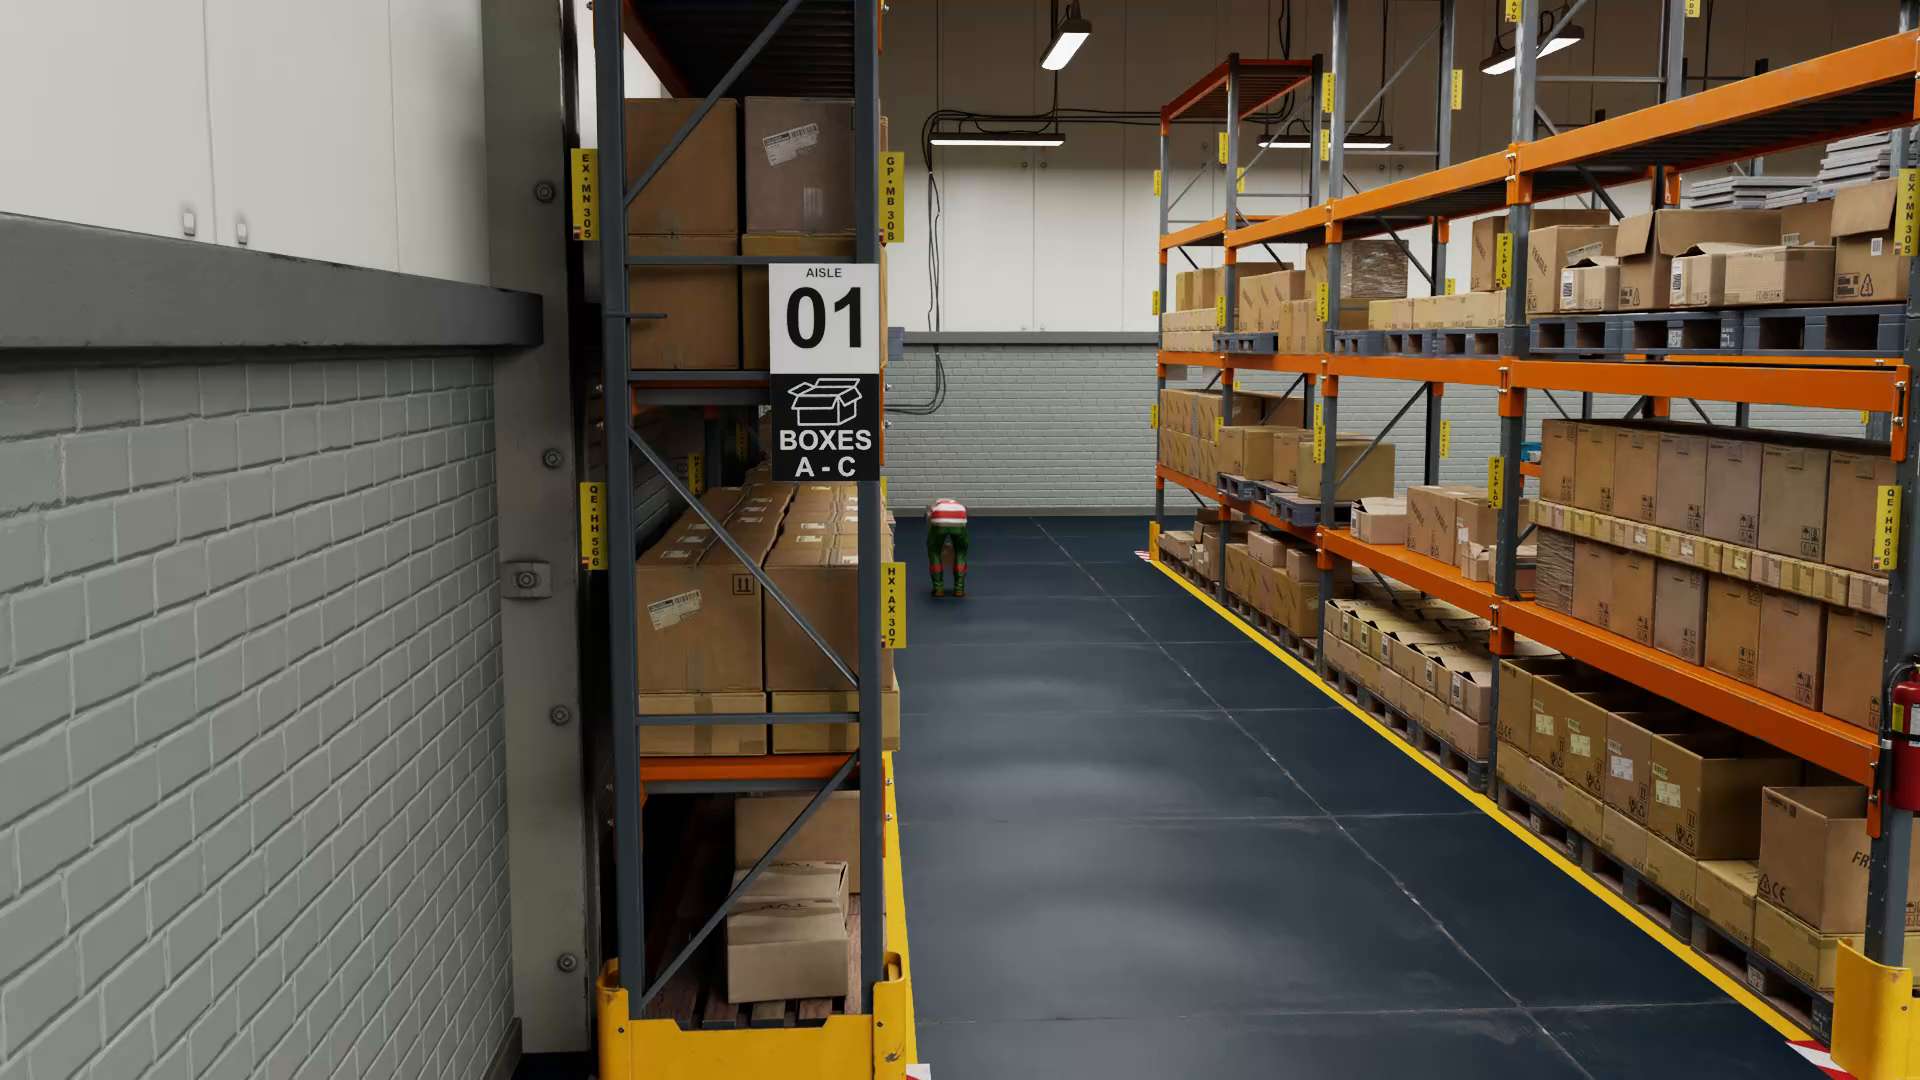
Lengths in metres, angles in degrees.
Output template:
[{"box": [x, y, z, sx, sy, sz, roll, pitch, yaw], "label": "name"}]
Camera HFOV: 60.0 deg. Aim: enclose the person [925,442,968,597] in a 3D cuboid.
[{"box": [-0.157, -0.255, 19.293, 0.495, 1.785, 0.561, 0, 7, -3], "label": "person"}]
